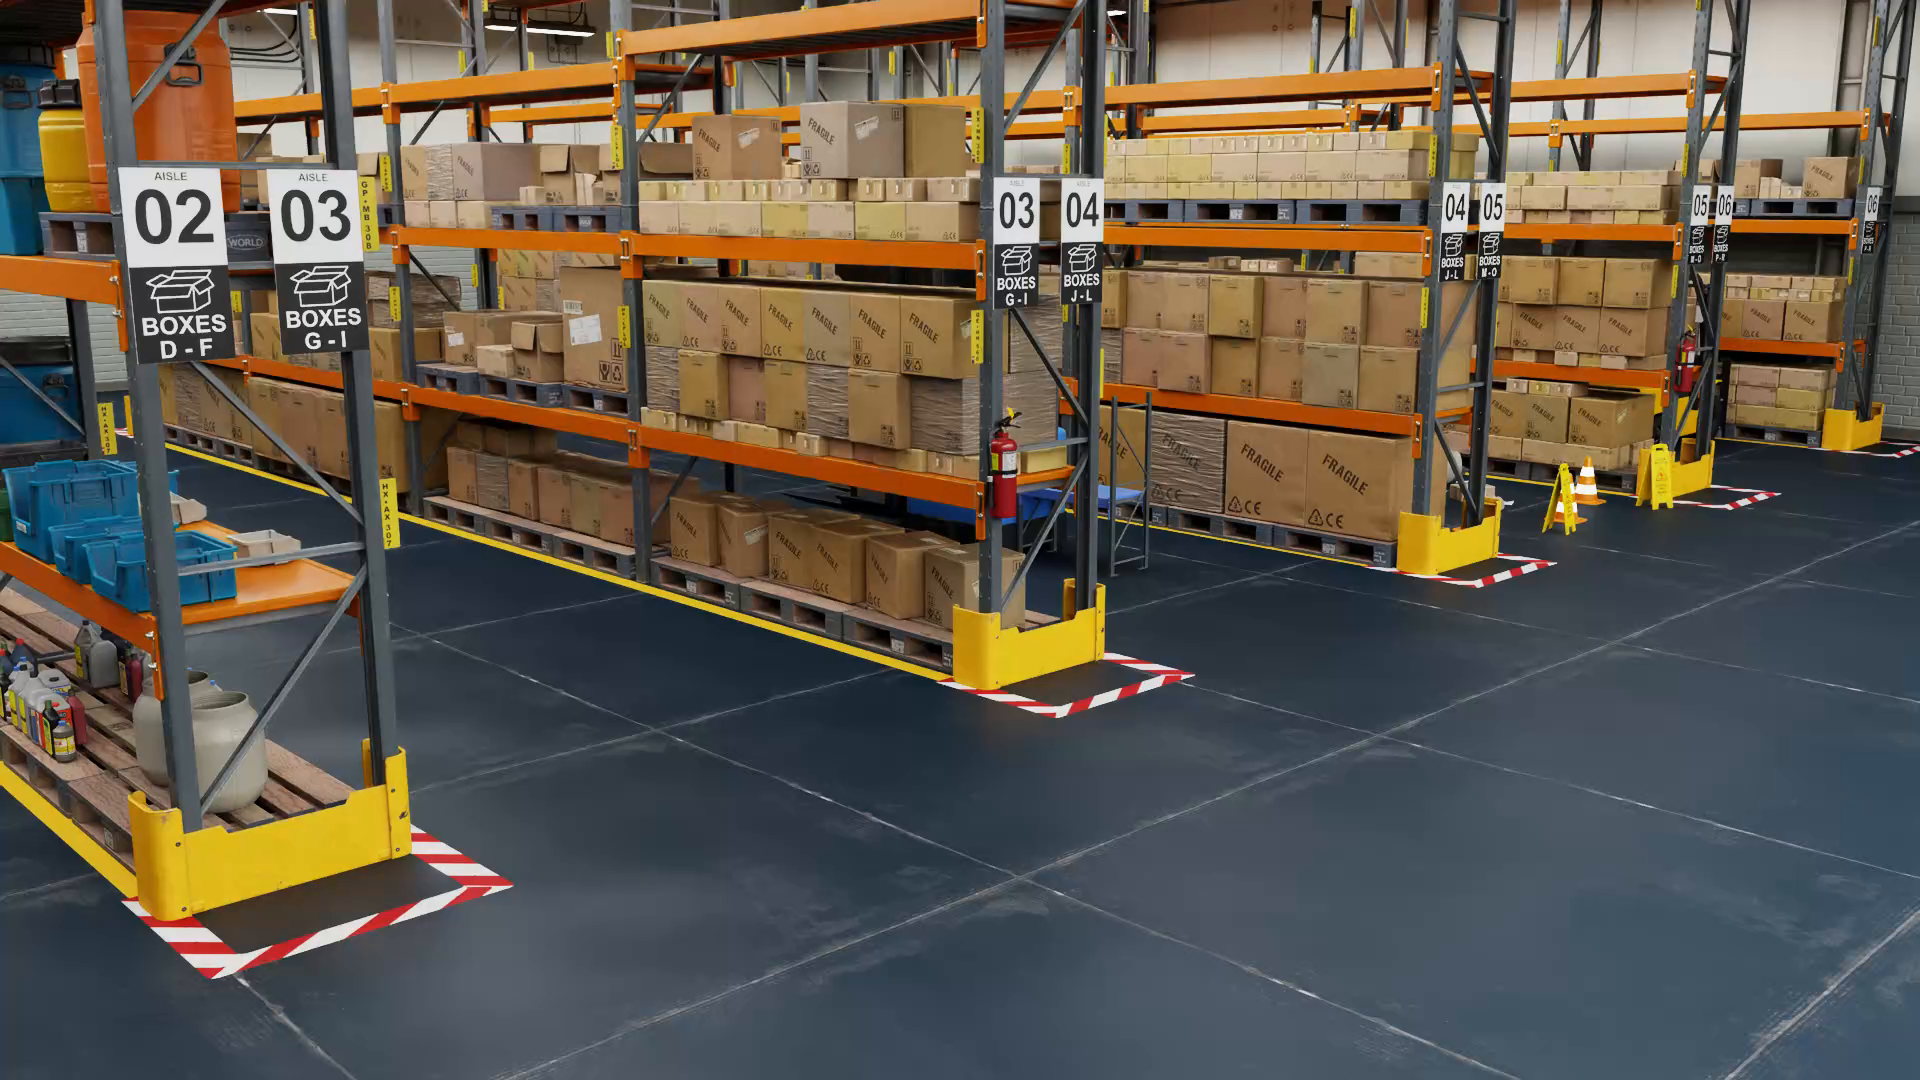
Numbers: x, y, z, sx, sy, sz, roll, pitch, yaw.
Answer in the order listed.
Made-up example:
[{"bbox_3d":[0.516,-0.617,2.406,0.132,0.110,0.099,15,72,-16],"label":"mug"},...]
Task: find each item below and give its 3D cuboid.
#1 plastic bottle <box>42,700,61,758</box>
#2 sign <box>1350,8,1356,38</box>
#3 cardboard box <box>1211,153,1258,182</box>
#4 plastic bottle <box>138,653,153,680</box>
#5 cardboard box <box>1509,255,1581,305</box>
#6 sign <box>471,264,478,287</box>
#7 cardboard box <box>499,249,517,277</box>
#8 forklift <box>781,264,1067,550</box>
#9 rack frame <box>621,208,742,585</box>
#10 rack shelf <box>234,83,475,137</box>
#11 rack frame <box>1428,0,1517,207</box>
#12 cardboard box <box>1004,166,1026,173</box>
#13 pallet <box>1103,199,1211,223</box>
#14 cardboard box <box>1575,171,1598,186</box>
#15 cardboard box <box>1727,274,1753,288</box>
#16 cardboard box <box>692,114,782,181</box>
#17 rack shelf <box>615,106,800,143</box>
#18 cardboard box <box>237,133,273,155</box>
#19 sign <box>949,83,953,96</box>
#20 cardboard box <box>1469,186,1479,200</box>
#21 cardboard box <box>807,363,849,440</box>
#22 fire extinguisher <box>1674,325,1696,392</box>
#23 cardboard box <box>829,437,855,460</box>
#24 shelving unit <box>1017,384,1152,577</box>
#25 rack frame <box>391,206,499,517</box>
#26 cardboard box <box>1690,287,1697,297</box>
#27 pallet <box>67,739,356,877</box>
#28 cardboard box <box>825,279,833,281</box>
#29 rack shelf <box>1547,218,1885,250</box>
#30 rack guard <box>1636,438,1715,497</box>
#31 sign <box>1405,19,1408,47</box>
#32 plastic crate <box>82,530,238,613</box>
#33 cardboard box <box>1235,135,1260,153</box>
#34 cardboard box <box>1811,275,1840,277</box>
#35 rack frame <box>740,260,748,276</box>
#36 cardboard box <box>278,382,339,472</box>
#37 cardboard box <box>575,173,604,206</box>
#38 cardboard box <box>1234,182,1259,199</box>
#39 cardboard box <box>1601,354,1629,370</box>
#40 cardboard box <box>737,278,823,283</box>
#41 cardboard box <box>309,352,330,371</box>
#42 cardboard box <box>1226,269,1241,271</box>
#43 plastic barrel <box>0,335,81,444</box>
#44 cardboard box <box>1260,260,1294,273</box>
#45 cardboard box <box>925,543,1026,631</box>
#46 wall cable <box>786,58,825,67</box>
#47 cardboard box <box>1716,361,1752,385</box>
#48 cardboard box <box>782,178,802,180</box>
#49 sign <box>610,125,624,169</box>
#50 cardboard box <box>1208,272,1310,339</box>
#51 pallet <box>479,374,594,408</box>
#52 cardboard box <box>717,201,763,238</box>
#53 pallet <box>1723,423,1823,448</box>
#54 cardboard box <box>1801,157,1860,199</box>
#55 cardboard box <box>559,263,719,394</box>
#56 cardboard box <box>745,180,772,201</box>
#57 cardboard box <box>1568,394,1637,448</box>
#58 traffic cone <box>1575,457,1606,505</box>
[{"bbox_3d":[-4.740,0.983,8.686,0.061,0.283,0.133,-10,16,-41],"label":"plastic bottle"},{"bbox_3d":[4.530,-5.960,19.172,0.100,0.325,0.005,-11,16,-43],"label":"sign"},{"bbox_3d":[2.600,-3.326,14.870,0.500,0.250,0.500,-11,16,-42],"label":"cardboard box"},{"bbox_3d":[-4.705,0.778,9.701,0.152,0.276,0.135,-11,16,-42],"label":"plastic bottle"},{"bbox_3d":[6.408,-2.845,18.162,0.700,0.500,0.500,-11,16,-43],"label":"cardboard box"},{"bbox_3d":[-7.263,-3.960,24.894,0.100,0.325,0.005,-11,16,-43],"label":"sign"},{"bbox_3d":[-6.399,-4.121,24.357,0.500,0.500,0.500,-10,15,-41],"label":"cardboard box"},{"bbox_3d":[-0.451,-1.523,15.378,3.031,2.935,1.130,11,16,43],"label":"forklift"},{"bbox_3d":[-2.240,-1.184,13.564,1.000,3.000,0.127,-11,16,-43],"label":"rack frame"},{"bbox_3d":[-6.384,-4.450,17.322,1.077,0.370,4.000,-11,16,-43],"label":"rack shelf"},{"bbox_3d":[4.179,-4.215,13.409,1.000,3.000,0.127,-11,16,-43],"label":"rack frame"},{"bbox_3d":[0.738,-5.090,23.798,0.500,0.500,0.500,-11,16,-42],"label":"cardboard box"},{"bbox_3d":[1.974,-3.165,15.967,1.003,0.211,1.213,-11,16,-43],"label":"pallet"},{"bbox_3d":[6.765,-3.848,17.708,0.380,0.149,0.250,-11,16,-42],"label":"cardboard box"},{"bbox_3d":[10.106,-3.344,21.456,0.380,0.149,0.250,-10,16,-41],"label":"cardboard box"},{"bbox_3d":[-1.745,-3.063,13.025,0.500,0.500,0.500,11,16,43],"label":"cardboard box"},{"bbox_3d":[-2.727,-5.126,20.606,1.077,0.370,4.000,-11,16,-43],"label":"rack shelf"},{"bbox_3d":[-8.410,-4.630,19.461,0.500,0.250,0.500,10,16,41],"label":"cardboard box"},{"bbox_3d":[-0.165,-8.368,31.053,0.100,0.325,0.005,-11,16,-43],"label":"sign"},{"bbox_3d":[5.732,-3.855,18.730,0.500,0.250,0.500,-11,16,-42],"label":"cardboard box"},{"bbox_3d":[-0.584,-1.014,11.756,0.875,0.500,0.500,-11,16,-43],"label":"cardboard box"},{"bbox_3d":[7.435,-1.863,17.049,0.296,0.674,0.183,-11,16,-43],"label":"fire extinguisher"},{"bbox_3d":[-0.699,-0.670,11.693,0.380,0.149,0.250,-11,16,-43],"label":"cardboard box"},{"bbox_3d":[1.044,-0.536,14.133,1.048,1.500,0.538,11,16,43],"label":"shelving unit"},{"bbox_3d":[-5.003,-1.768,16.398,1.000,3.000,0.127,-11,16,-43],"label":"rack frame"},{"bbox_3d":[9.824,-3.285,21.904,0.380,0.149,0.250,-11,16,-43],"label":"cardboard box"},{"bbox_3d":[-3.704,1.332,8.263,1.003,0.211,1.213,-11,16,-43],"label":"pallet"},{"bbox_3d":[-1.820,-3.959,26.787,0.500,0.500,0.500,-11,16,-43],"label":"cardboard box"},{"bbox_3d":[9.896,-4.082,21.981,1.077,0.370,4.000,-11,16,-43],"label":"rack shelf"},{"bbox_3d":[7.637,-0.768,17.740,1.175,0.500,0.348,-11,16,-43],"label":"rack guard"},{"bbox_3d":[5.332,-6.073,19.914,0.100,0.325,0.005,-11,16,-43],"label":"sign"},{"bbox_3d":[-3.622,0.131,7.548,0.499,0.251,0.616,-11,16,-43],"label":"plastic crate"},{"bbox_3d":[2.648,-3.493,14.693,0.380,0.149,0.250,-11,16,-42],"label":"cardboard box"},{"bbox_3d":[11.061,-3.312,21.301,0.380,0.149,0.250,-10,15,-41],"label":"cardboard box"},{"bbox_3d":[-3.360,-4.317,28.768,1.000,3.000,0.127,-11,16,-43],"label":"rack frame"},{"bbox_3d":[-6.691,-1.296,18.331,0.875,0.875,1.225,11,16,43],"label":"cardboard box"},{"bbox_3d":[-2.962,-2.916,13.831,0.396,0.266,0.258,-10,15,-41],"label":"cardboard box"},{"bbox_3d":[2.651,-3.102,14.771,0.380,0.149,0.250,-11,16,-42],"label":"cardboard box"},{"bbox_3d":[7.021,-1.905,17.684,0.380,0.149,0.250,-11,16,-43],"label":"cardboard box"},{"bbox_3d":[-1.384,-1.769,12.938,0.500,0.500,0.500,-11,16,-43],"label":"cardboard box"},{"bbox_3d":[-6.575,-2.078,17.654,0.500,0.500,0.500,-10,16,-41],"label":"cardboard box"},{"bbox_3d":[3.384,-3.226,21.448,0.500,0.500,0.500,11,16,43],"label":"cardboard box"},{"bbox_3d":[-5.870,-0.838,10.642,0.600,0.901,0.708,-11,16,-43],"label":"plastic barrel"},{"bbox_3d":[3.960,-3.418,20.773,0.250,0.149,0.380,11,16,43],"label":"cardboard box"},{"bbox_3d":[0.103,0.325,11.395,0.500,0.500,0.500,-7,14,-32],"label":"cardboard box"},{"bbox_3d":[-2.744,-11.673,35.825,2.988,3.039,0.133,-11,16,-43],"label":"wall cable"},{"bbox_3d":[10.021,-2.192,21.752,0.500,0.250,0.500,-11,16,-42],"label":"cardboard box"},{"bbox_3d":[-1.924,-4.010,19.601,0.500,0.500,0.500,-11,16,-43],"label":"cardboard box"},{"bbox_3d":[-2.639,-3.022,12.792,0.100,0.325,0.005,-11,16,-43],"label":"sign"},{"bbox_3d":[2.756,-2.166,15.282,0.875,0.550,0.500,-11,16,-43],"label":"cardboard box"},{"bbox_3d":[-3.606,-1.391,15.043,1.003,0.211,1.213,-11,16,-43],"label":"pallet"},{"bbox_3d":[-1.410,-2.328,12.054,0.500,0.250,0.500,11,16,43],"label":"cardboard box"},{"bbox_3d":[10.718,-1.414,21.589,1.003,0.211,1.213,-11,16,-43],"label":"pallet"},{"bbox_3d":[10.795,-4.477,20.577,0.500,0.500,0.500,-10,15,-41],"label":"cardboard box"},{"bbox_3d":[-2.688,-1.819,14.119,1.000,1.000,1.000,-11,16,-42],"label":"cardboard box"},{"bbox_3d":[-1.311,-2.500,11.900,0.380,0.149,0.250,-11,16,-44],"label":"cardboard box"},{"bbox_3d":[6.947,-1.288,17.984,0.500,0.500,0.500,-11,16,-42],"label":"cardboard box"},{"bbox_3d":[6.459,-0.622,17.122,0.336,0.463,0.334,-11,16,-43],"label":"traffic cone"}]
